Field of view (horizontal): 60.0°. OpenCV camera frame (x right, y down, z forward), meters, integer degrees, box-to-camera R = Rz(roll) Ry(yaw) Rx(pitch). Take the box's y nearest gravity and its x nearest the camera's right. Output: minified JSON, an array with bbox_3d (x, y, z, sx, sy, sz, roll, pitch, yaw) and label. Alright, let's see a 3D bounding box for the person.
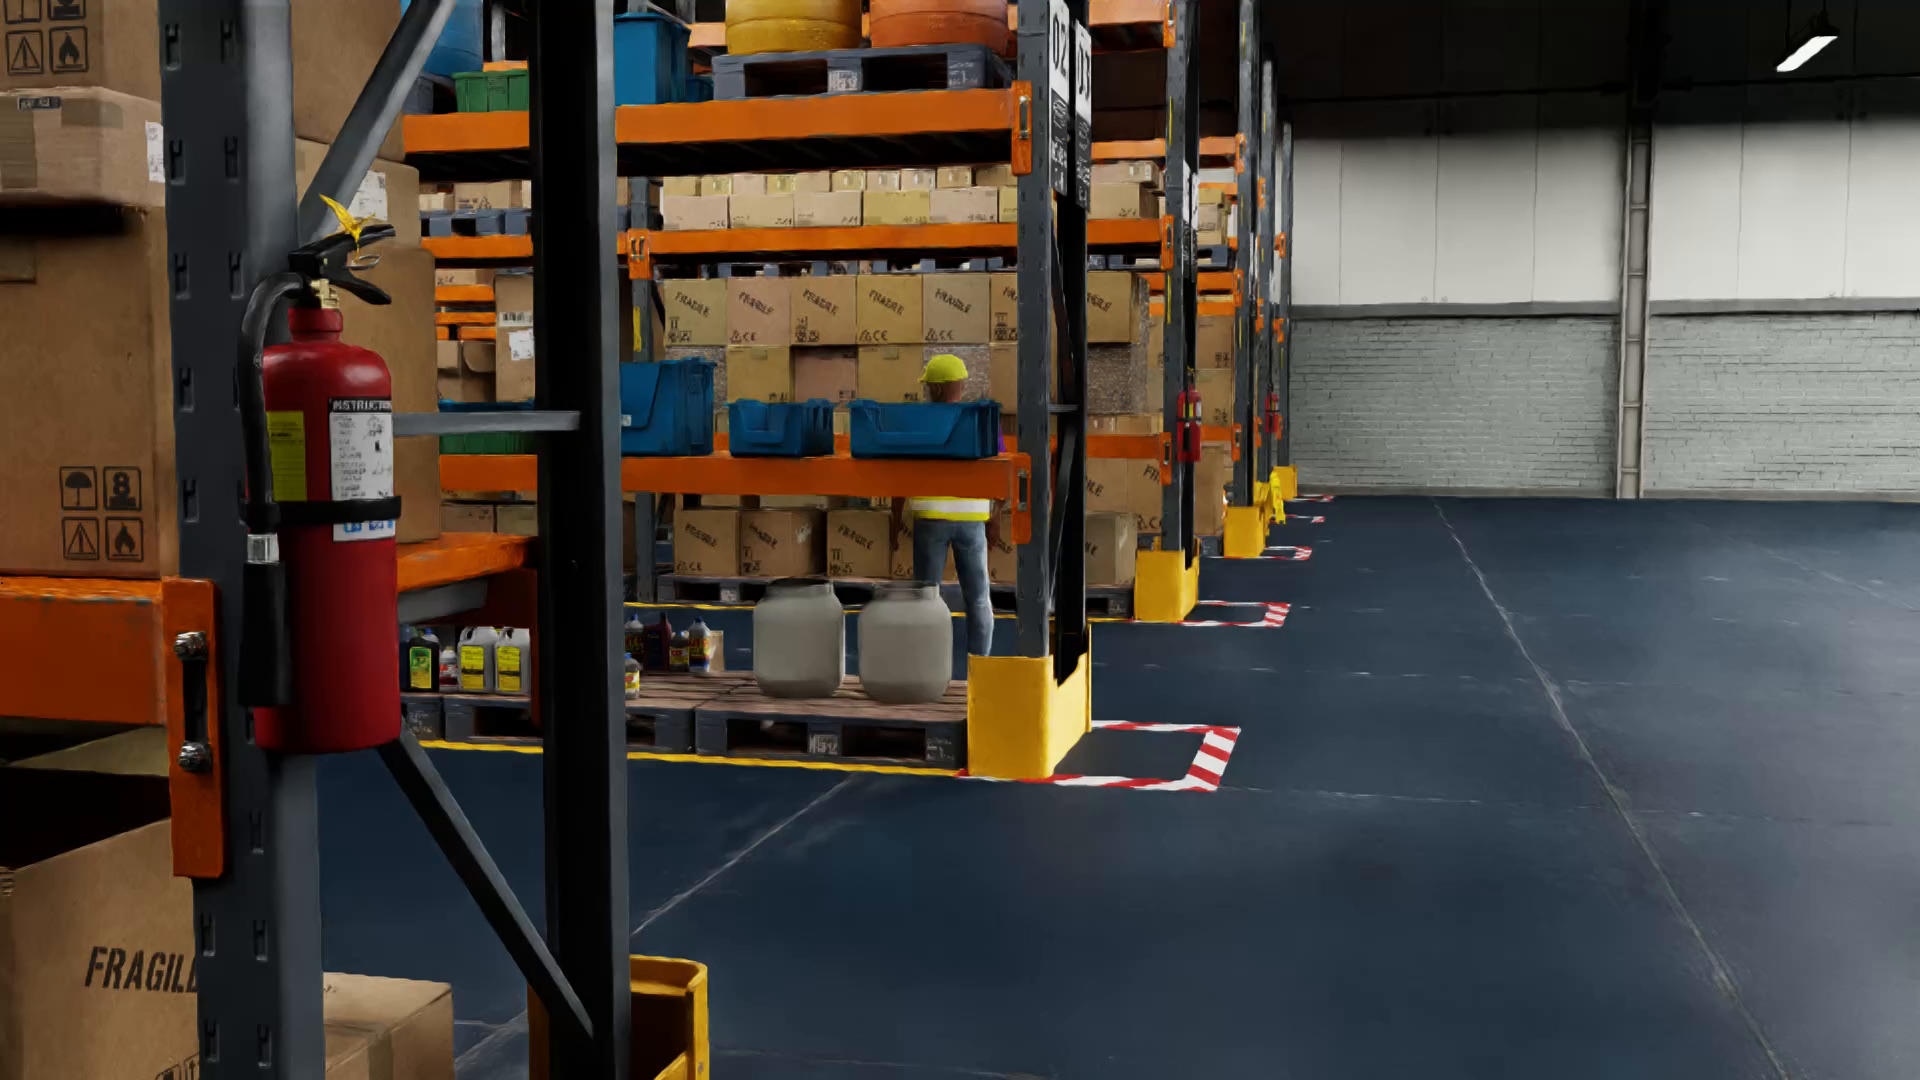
[{"bbox_3d":[-0.063,-0.078,8.815,0.619,1.811,0.416,-1,5,-10],"label":"person"}]
